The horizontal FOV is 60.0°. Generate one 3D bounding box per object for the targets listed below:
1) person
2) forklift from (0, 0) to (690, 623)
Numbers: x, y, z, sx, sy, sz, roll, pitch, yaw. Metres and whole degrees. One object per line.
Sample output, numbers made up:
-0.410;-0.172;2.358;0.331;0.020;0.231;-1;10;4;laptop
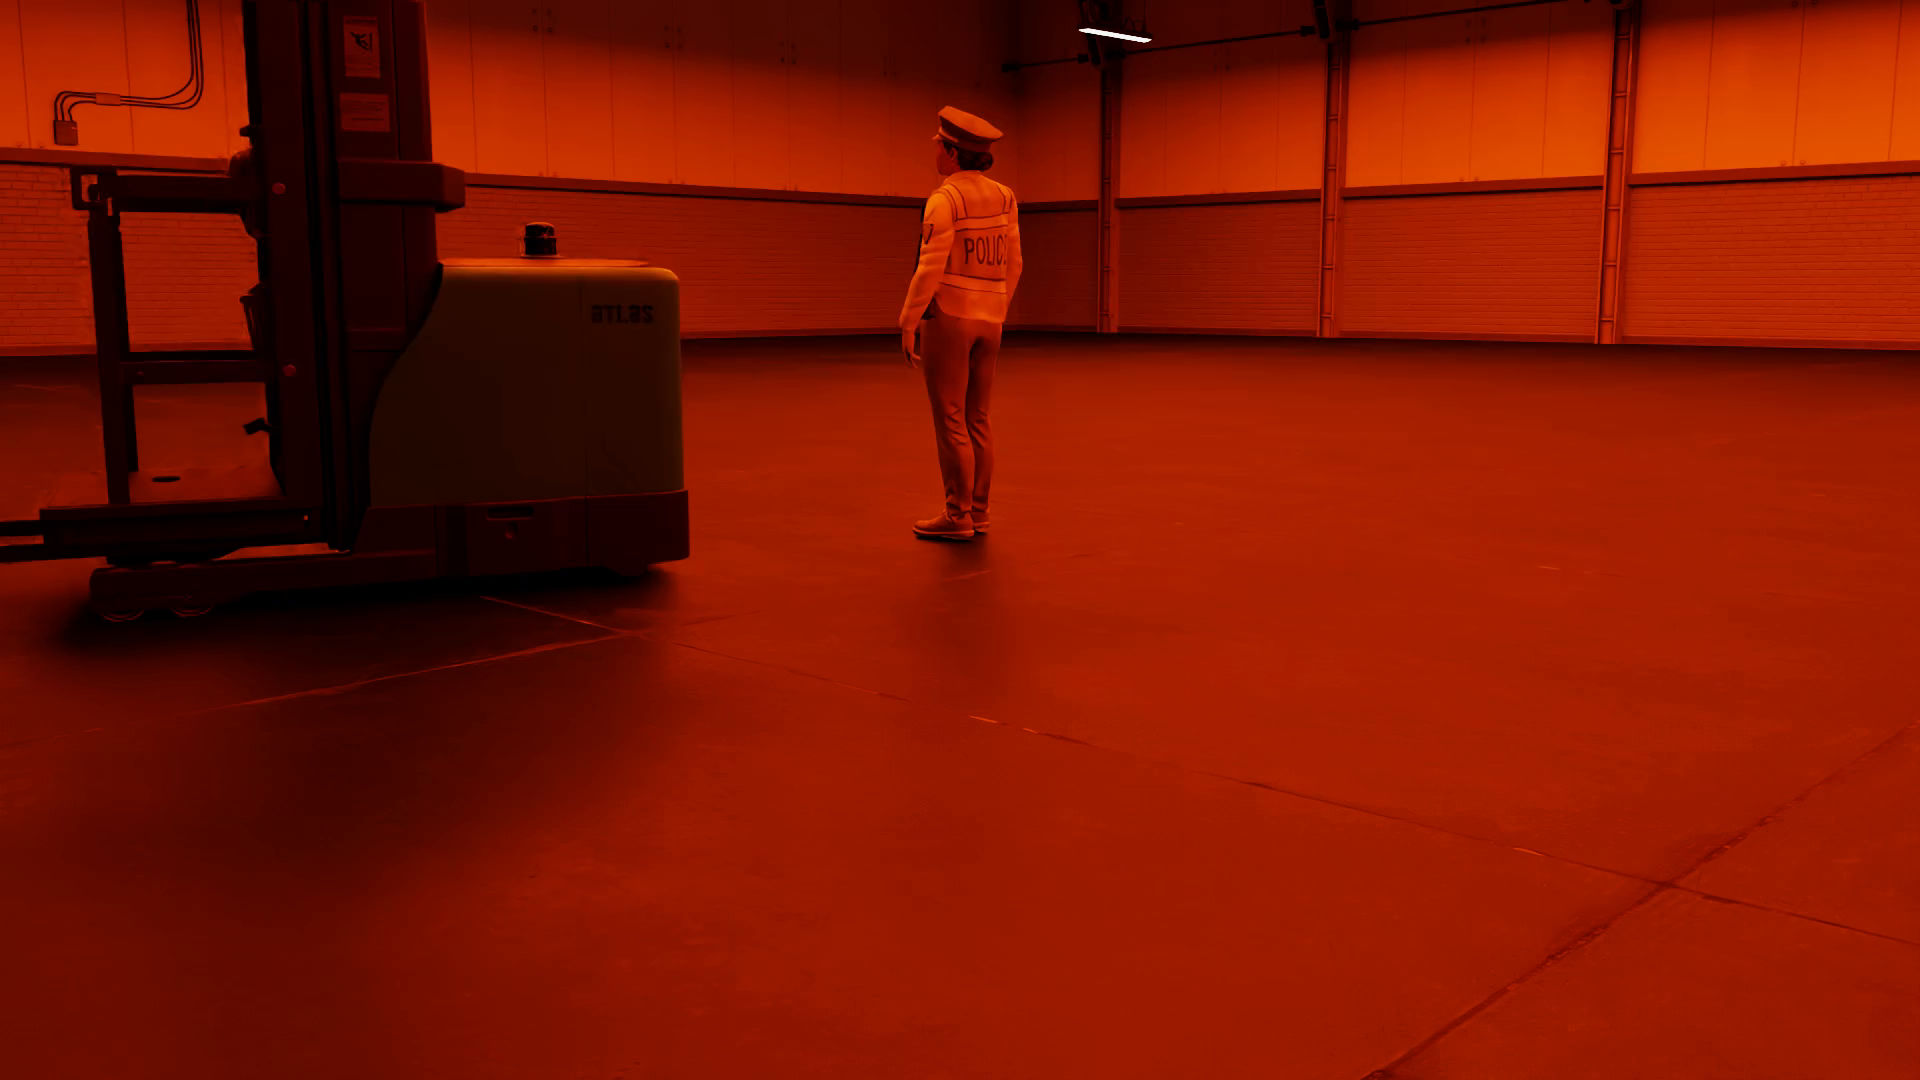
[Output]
-0.044;-0.853;6.642;0.532;1.694;0.586;8;12;43;person
-2.511;-1.288;5.425;3.031;2.935;1.130;-4;9;-24;forklift
